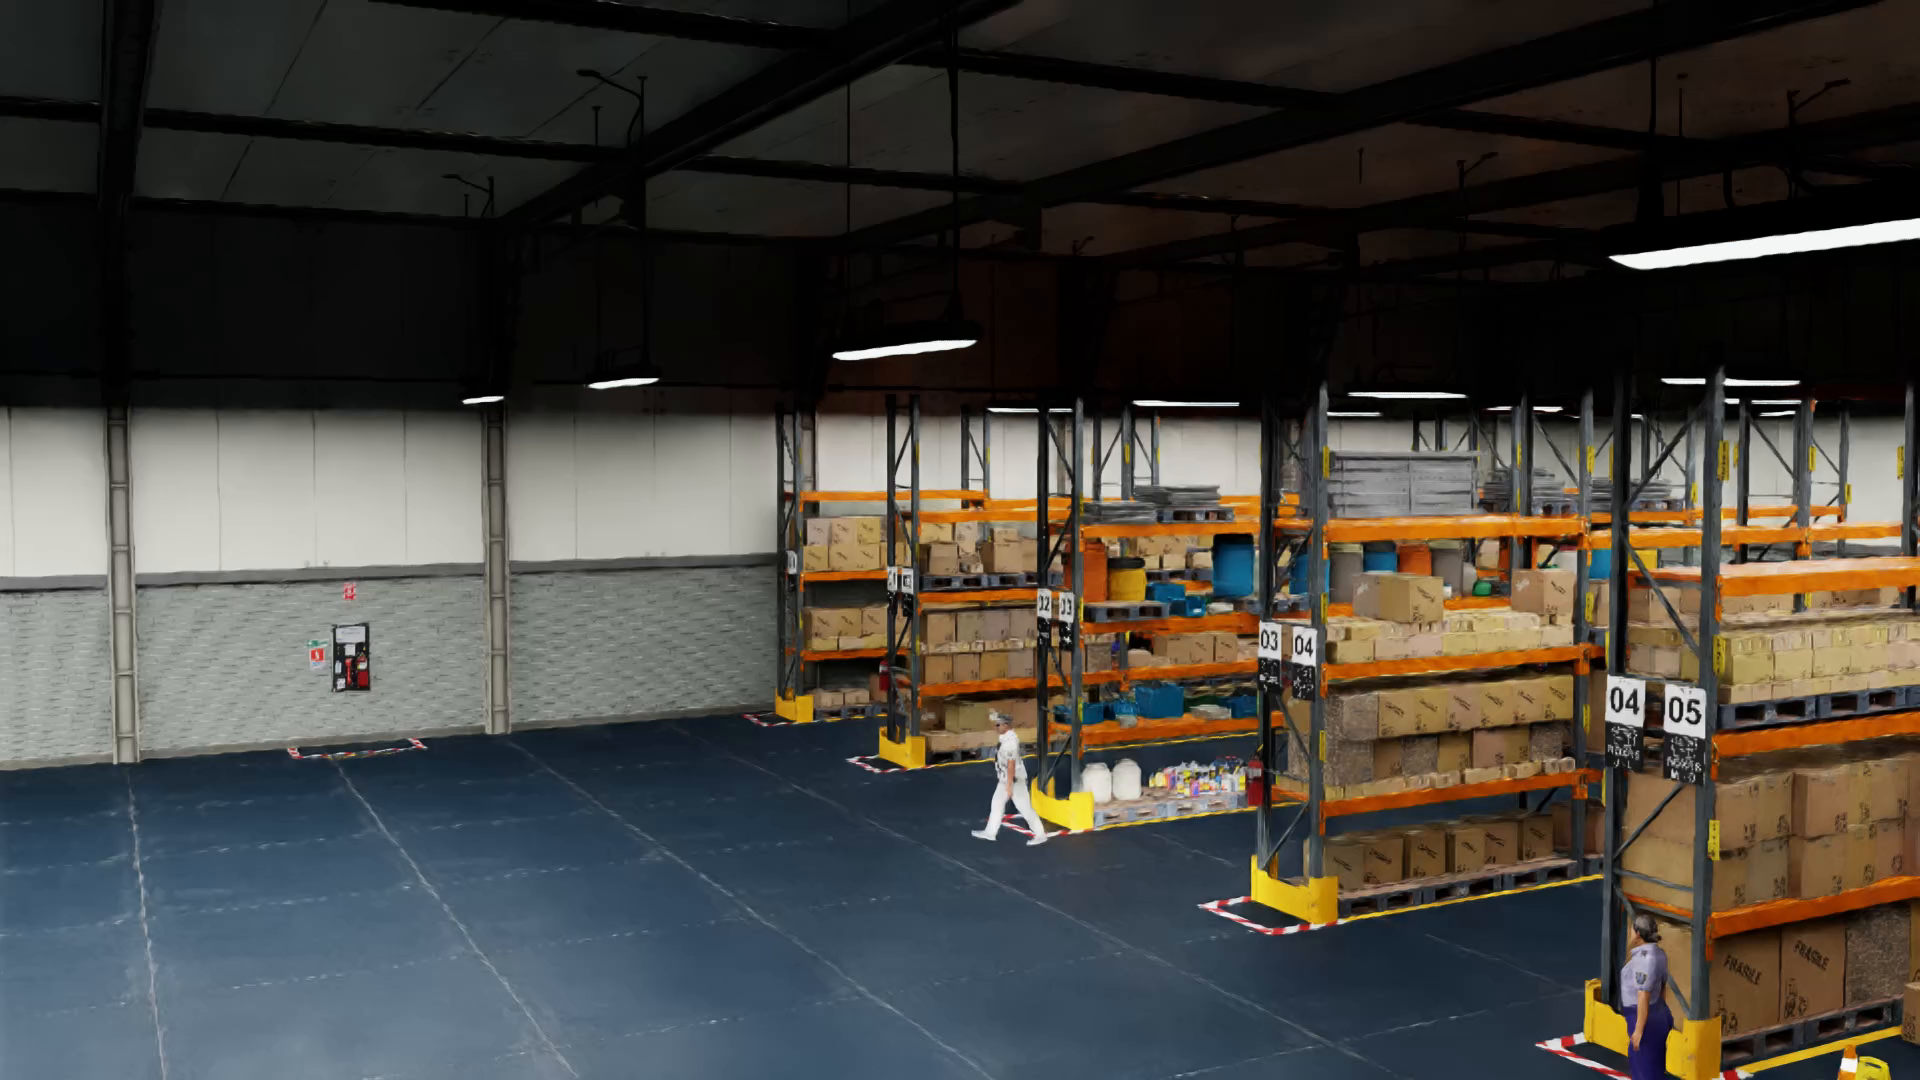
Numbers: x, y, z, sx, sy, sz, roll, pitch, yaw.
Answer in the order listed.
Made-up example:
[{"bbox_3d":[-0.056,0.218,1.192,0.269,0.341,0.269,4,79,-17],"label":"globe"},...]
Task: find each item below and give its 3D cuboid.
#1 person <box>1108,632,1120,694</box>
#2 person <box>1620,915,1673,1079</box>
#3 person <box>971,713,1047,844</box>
[{"bbox_3d":[3.077,2.516,31.970,0.422,1.663,0.502,2,4,33],"label":"person"},{"bbox_3d":[5.209,3.648,12.473,0.514,1.639,0.590,2,4,34],"label":"person"},{"bbox_3d":[0.640,3.087,21.594,0.969,1.711,0.586,0,3,-3],"label":"person"}]
